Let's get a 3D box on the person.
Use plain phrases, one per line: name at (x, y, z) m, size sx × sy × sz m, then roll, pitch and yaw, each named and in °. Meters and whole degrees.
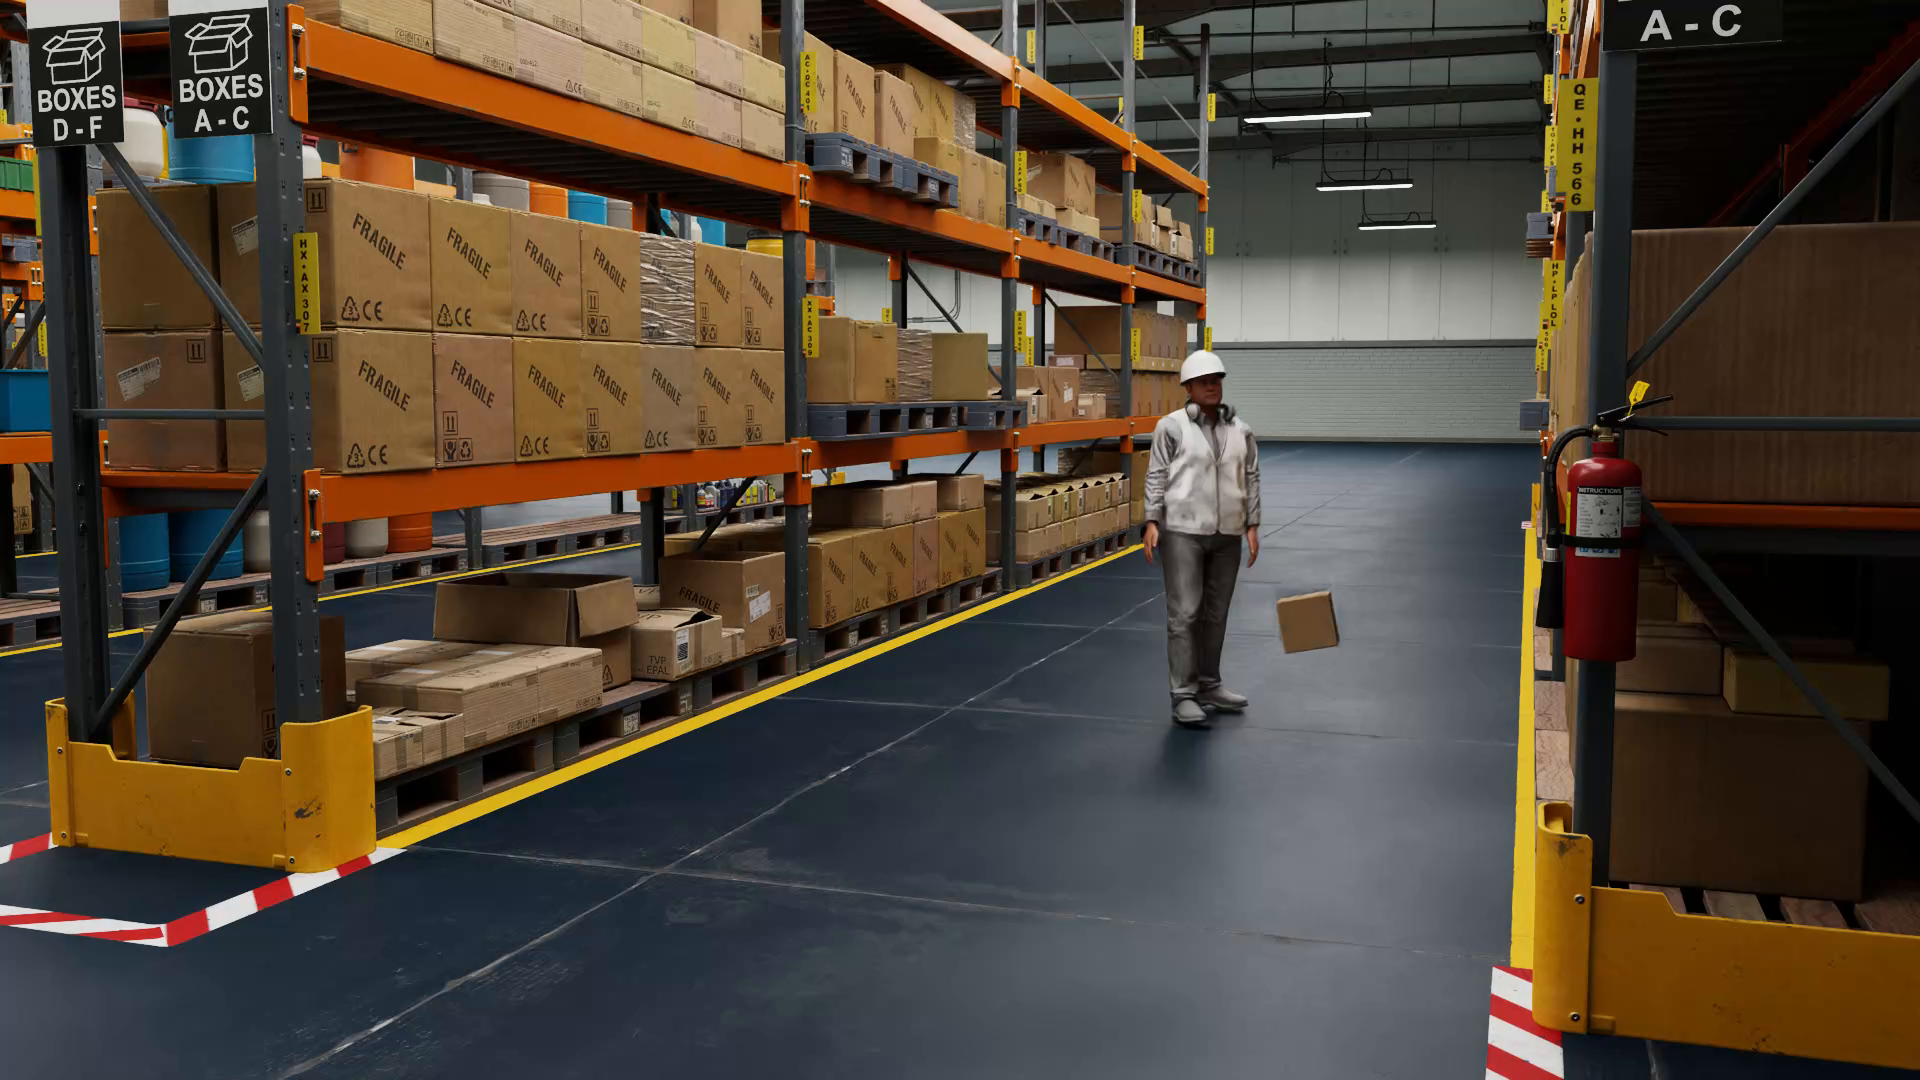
person at (1.180, -0.027, 8.011) m, size 0.649 × 1.772 × 0.610 m, roll -2°, pitch 5°, yaw -18°
